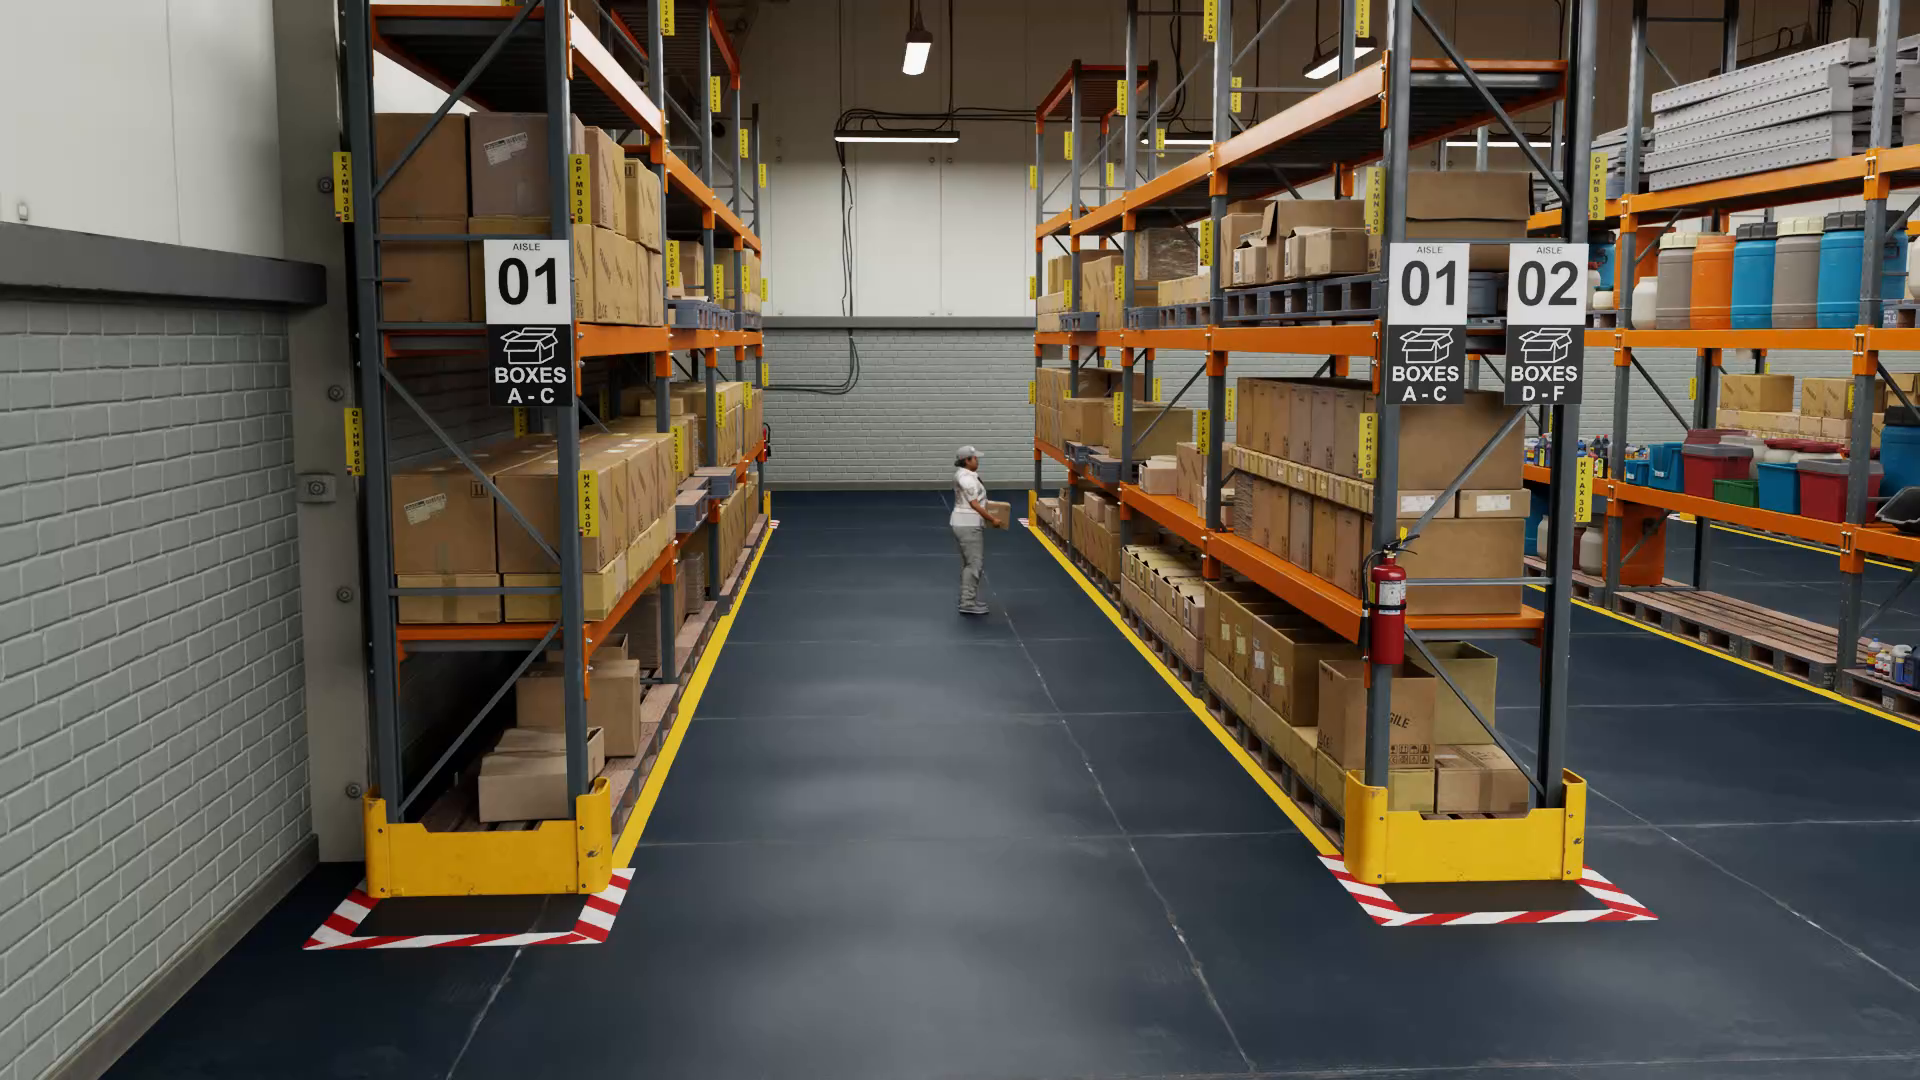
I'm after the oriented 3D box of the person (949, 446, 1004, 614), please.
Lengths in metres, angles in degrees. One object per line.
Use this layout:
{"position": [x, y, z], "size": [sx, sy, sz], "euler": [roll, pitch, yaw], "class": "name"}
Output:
{"position": [0.164, -0.113, 16.659], "size": [0.536, 1.664, 0.471], "euler": [0, 7, -4], "class": "person"}
